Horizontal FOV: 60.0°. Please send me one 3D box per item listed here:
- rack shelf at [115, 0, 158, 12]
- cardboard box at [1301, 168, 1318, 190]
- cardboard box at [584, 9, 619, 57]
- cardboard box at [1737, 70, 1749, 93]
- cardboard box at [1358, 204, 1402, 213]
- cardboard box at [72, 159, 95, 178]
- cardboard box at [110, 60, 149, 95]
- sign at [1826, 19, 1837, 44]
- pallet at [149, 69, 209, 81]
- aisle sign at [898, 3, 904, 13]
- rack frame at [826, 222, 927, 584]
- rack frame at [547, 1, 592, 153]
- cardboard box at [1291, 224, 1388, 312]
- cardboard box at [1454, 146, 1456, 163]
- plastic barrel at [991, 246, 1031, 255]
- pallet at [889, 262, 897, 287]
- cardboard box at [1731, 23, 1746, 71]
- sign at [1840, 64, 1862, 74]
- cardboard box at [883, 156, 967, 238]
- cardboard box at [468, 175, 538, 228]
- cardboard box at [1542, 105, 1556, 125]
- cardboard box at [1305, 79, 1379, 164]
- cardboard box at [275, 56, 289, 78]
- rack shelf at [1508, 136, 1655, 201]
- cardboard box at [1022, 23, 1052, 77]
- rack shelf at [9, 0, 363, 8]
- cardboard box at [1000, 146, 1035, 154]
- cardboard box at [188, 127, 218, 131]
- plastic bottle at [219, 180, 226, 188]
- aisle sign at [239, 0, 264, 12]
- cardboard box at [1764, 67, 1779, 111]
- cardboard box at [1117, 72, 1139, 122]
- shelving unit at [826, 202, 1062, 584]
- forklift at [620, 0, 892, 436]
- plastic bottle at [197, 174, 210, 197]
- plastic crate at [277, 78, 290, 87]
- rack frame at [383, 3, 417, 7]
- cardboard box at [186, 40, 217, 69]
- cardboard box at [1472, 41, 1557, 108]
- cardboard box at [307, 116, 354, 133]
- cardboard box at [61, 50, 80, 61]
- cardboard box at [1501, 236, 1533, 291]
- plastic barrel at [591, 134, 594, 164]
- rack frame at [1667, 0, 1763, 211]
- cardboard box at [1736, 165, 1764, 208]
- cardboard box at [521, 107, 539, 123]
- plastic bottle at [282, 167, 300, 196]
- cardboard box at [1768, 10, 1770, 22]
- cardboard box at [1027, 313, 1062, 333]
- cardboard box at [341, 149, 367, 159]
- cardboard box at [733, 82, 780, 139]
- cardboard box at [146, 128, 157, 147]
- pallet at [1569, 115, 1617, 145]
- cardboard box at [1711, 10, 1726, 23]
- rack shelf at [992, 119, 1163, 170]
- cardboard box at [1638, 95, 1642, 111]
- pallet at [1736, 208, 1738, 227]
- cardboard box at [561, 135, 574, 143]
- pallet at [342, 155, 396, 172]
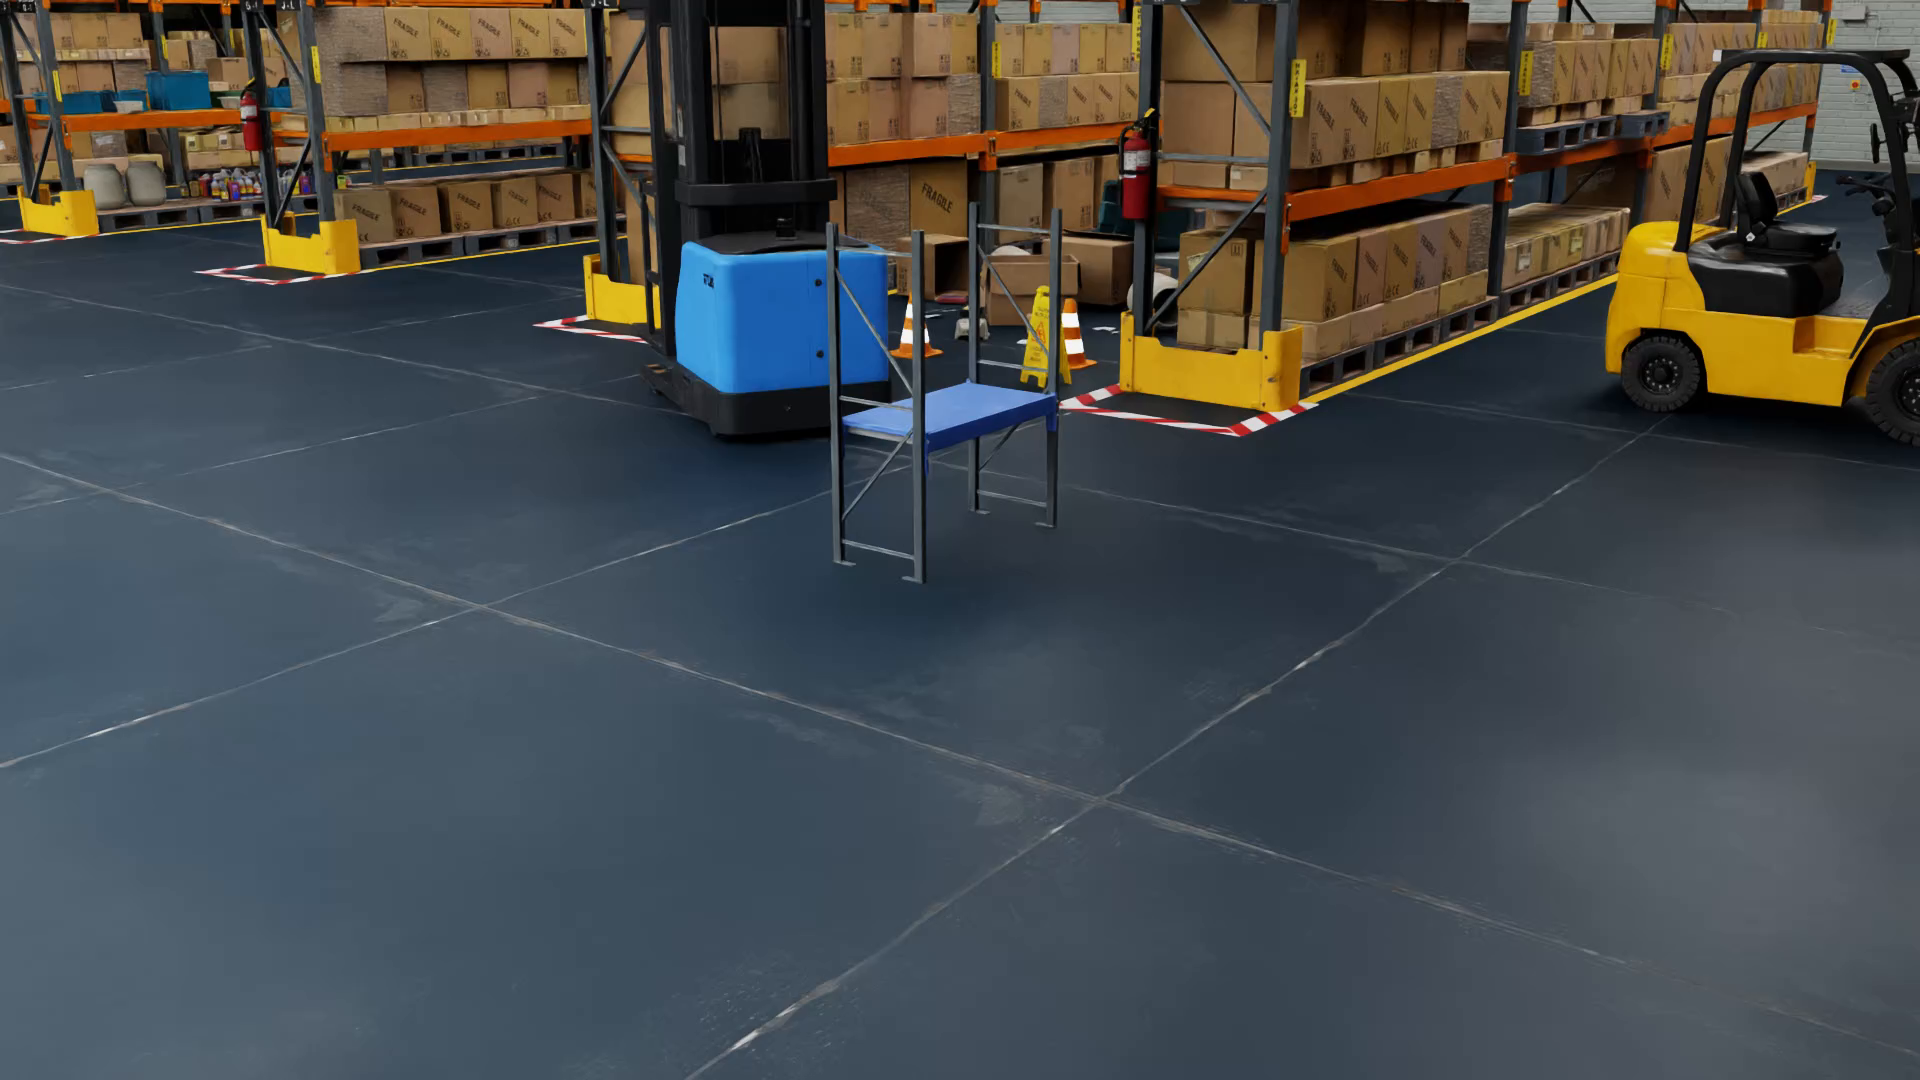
[{"bbox_3d":[-13.173,-7.409,22.701,1.077,0.370,4.000,12,21,35],"label":"rack shelf"},{"bbox_3d":[2.055,-2.329,10.608,0.380,0.149,0.250,13,21,35],"label":"cardboard box"},{"bbox_3d":[-4.075,-5.557,18.224,0.500,0.500,0.500,12,21,35],"label":"cardboard box"},{"bbox_3d":[8.630,-5.219,18.902,0.500,0.250,0.500,12,21,35],"label":"cardboard box"},{"bbox_3d":[3.053,-2.317,12.812,0.500,0.500,0.500,13,22,37],"label":"cardboard box"},{"bbox_3d":[-12.674,-5.296,23.669,0.500,0.250,0.500,12,21,35],"label":"cardboard box"},{"bbox_3d":[-12.241,-6.738,24.214,0.700,0.500,0.500,12,21,33],"label":"cardboard box"},{"bbox_3d":[11.509,-6.719,21.972,0.100,0.325,0.005,12,21,35],"label":"sign"},{"bbox_3d":[-13.918,-8.344,29.878,1.213,0.211,1.003,12,21,35],"label":"pallet"},{"bbox_3d":[-1.051,-10.090,30.794,0.394,0.787,0.004,12,21,35],"label":"aisle sign"},{"bbox_3d":[-0.354,-0.575,7.066,0.500,1.500,0.032,12,21,35],"label":"rack frame"},{"bbox_3d":[-7.215,-8.702,30.709,1.000,3.000,0.127,12,21,35],"label":"rack frame"},{"bbox_3d":[2.572,-1.861,11.344,0.500,0.500,0.500,11,21,33],"label":"cardboard box"},{"bbox_3d":[3.464,-2.878,12.378,0.380,0.149,0.250,12,21,34],"label":"cardboard box"},{"bbox_3d":[0.451,-2.373,14.672,0.421,0.421,0.512,-4,18,-13],"label":"plastic barrel"},{"bbox_3d":[-0.621,-2.646,15.908,1.003,0.211,1.213,12,21,35],"label":"pallet"},{"bbox_3d":[8.331,-5.450,18.380,0.500,0.500,0.500,13,21,36],"label":"cardboard box"},{"bbox_3d":[14.420,-7.652,26.870,0.327,0.218,0.001,12,21,35],"label":"sign"},{"bbox_3d":[-0.536,-3.193,15.844,0.875,0.875,0.875,13,21,36],"label":"cardboard box"},{"bbox_3d":[-4.940,-3.665,17.993,0.500,0.500,0.500,10,20,30],"label":"cardboard box"},{"bbox_3d":[4.670,-3.509,13.700,0.380,0.149,0.250,13,21,36],"label":"cardboard box"},{"bbox_3d":[2.359,-2.719,10.772,0.500,0.500,0.500,13,22,36],"label":"cardboard box"},{"bbox_3d":[-10.585,-7.395,26.330,0.500,0.500,0.500,11,20,32],"label":"cardboard box"},{"bbox_3d":[5.123,-3.427,14.935,1.077,0.370,4.000,12,21,35],"label":"rack shelf"},{"bbox_3d":[0.491,-4.912,16.650,0.700,0.500,0.500,12,21,34],"label":"cardboard box"},{"bbox_3d":[-9.197,-6.533,19.880,1.077,0.370,4.000,12,21,35],"label":"rack shelf"},{"bbox_3d":[0.374,-5.981,24.820,1.225,0.875,0.875,12,21,35],"label":"cardboard box"},{"bbox_3d":[-11.665,-6.224,25.712,0.500,0.311,0.500,13,22,36],"label":"cardboard box"},{"bbox_3d":[-9.281,-4.427,20.919,0.097,0.201,0.097,0,17,0],"label":"plastic bottle"},{"bbox_3d":[-6.689,-5.373,15.603,0.394,0.787,0.004,12,21,35],"label":"aisle sign"},{"bbox_3d":[9.491,-5.432,20.010,0.500,0.500,0.500,13,21,35],"label":"cardboard box"},{"bbox_3d":[1.630,-4.753,17.823,0.500,0.500,0.500,12,21,34],"label":"cardboard box"},{"bbox_3d":[-0.051,-0.696,7.456,0.538,1.500,1.048,12,21,35],"label":"shelving unit"},{"bbox_3d":[-1.455,-2.386,10.486,1.130,2.935,3.031,-7,19,-23],"label":"forklift"},{"bbox_3d":[-9.474,-4.447,20.858,0.152,0.276,0.135,13,21,35],"label":"plastic bottle"},{"bbox_3d":[-8.420,-5.789,21.432,0.767,0.338,0.504,12,21,35],"label":"plastic crate"},{"bbox_3d":[-11.195,-9.577,33.525,1.000,3.000,0.127,12,21,35],"label":"rack frame"},{"bbox_3d":[-13.851,-8.768,30.011,0.700,0.500,0.500,10,20,28],"label":"cardboard box"},{"bbox_3d":[4.441,-3.746,13.369,0.500,0.500,0.500,13,22,36],"label":"cardboard box"},{"bbox_3d":[-6.050,-3.999,15.986,0.380,0.149,0.250,12,21,35],"label":"cardboard box"},{"bbox_3d":[-12.579,-6.810,23.352,0.380,0.149,0.250,12,21,34],"label":"cardboard box"},{"bbox_3d":[4.242,-2.365,14.025,0.950,0.372,0.625,13,21,35],"label":"cardboard box"},{"bbox_3d":[-5.344,-6.157,25.464,0.600,0.830,0.708,12,21,35],"label":"plastic barrel"},{"bbox_3d":[8.698,-5.200,19.430,1.000,3.000,0.127,12,21,35],"label":"rack frame"},{"bbox_3d":[9.158,-4.307,20.168,0.875,0.438,0.875,12,21,34],"label":"cardboard box"},{"bbox_3d":[-4.704,-4.533,17.708,0.380,0.149,0.250,12,21,35],"label":"cardboard box"},{"bbox_3d":[-8.465,-4.539,21.026,0.144,0.351,0.185,12,21,34],"label":"plastic bottle"},{"bbox_3d":[9.353,-6.196,19.691,0.380,0.149,0.250,12,21,34],"label":"cardboard box"},{"bbox_3d":[0.706,-1.649,12.803,0.250,0.149,0.380,-7,19,-22],"label":"cardboard box"},{"bbox_3d":[-10.020,-6.345,27.047,0.500,0.250,0.500,12,21,34],"label":"cardboard box"},{"bbox_3d":[-1.993,-3.495,13.688,0.875,0.550,0.550,12,21,35],"label":"cardboard box"},{"bbox_3d":[-14.639,-7.234,29.454,0.700,0.500,0.500,12,21,34],"label":"cardboard box"},{"bbox_3d":[5.168,-3.677,14.849,1.003,0.211,1.213,12,21,35],"label":"pallet"},{"bbox_3d":[8.870,-6.208,19.728,0.380,0.149,0.250,13,22,36],"label":"cardboard box"},{"bbox_3d":[1.087,-4.278,17.674,1.077,0.370,4.000,12,21,35],"label":"rack shelf"},{"bbox_3d":[6.206,-4.131,15.705,0.380,0.149,0.250,13,21,36],"label":"cardboard box"},{"bbox_3d":[9.214,-4.035,20.382,1.003,0.211,1.213,12,21,35],"label":"pallet"},{"bbox_3d":[-7.279,-7.550,30.473,0.500,0.500,0.500,12,21,34],"label":"cardboard box"},{"bbox_3d":[-10.120,-6.229,27.445,1.003,0.211,1.213,12,21,35],"label":"pallet"}]
